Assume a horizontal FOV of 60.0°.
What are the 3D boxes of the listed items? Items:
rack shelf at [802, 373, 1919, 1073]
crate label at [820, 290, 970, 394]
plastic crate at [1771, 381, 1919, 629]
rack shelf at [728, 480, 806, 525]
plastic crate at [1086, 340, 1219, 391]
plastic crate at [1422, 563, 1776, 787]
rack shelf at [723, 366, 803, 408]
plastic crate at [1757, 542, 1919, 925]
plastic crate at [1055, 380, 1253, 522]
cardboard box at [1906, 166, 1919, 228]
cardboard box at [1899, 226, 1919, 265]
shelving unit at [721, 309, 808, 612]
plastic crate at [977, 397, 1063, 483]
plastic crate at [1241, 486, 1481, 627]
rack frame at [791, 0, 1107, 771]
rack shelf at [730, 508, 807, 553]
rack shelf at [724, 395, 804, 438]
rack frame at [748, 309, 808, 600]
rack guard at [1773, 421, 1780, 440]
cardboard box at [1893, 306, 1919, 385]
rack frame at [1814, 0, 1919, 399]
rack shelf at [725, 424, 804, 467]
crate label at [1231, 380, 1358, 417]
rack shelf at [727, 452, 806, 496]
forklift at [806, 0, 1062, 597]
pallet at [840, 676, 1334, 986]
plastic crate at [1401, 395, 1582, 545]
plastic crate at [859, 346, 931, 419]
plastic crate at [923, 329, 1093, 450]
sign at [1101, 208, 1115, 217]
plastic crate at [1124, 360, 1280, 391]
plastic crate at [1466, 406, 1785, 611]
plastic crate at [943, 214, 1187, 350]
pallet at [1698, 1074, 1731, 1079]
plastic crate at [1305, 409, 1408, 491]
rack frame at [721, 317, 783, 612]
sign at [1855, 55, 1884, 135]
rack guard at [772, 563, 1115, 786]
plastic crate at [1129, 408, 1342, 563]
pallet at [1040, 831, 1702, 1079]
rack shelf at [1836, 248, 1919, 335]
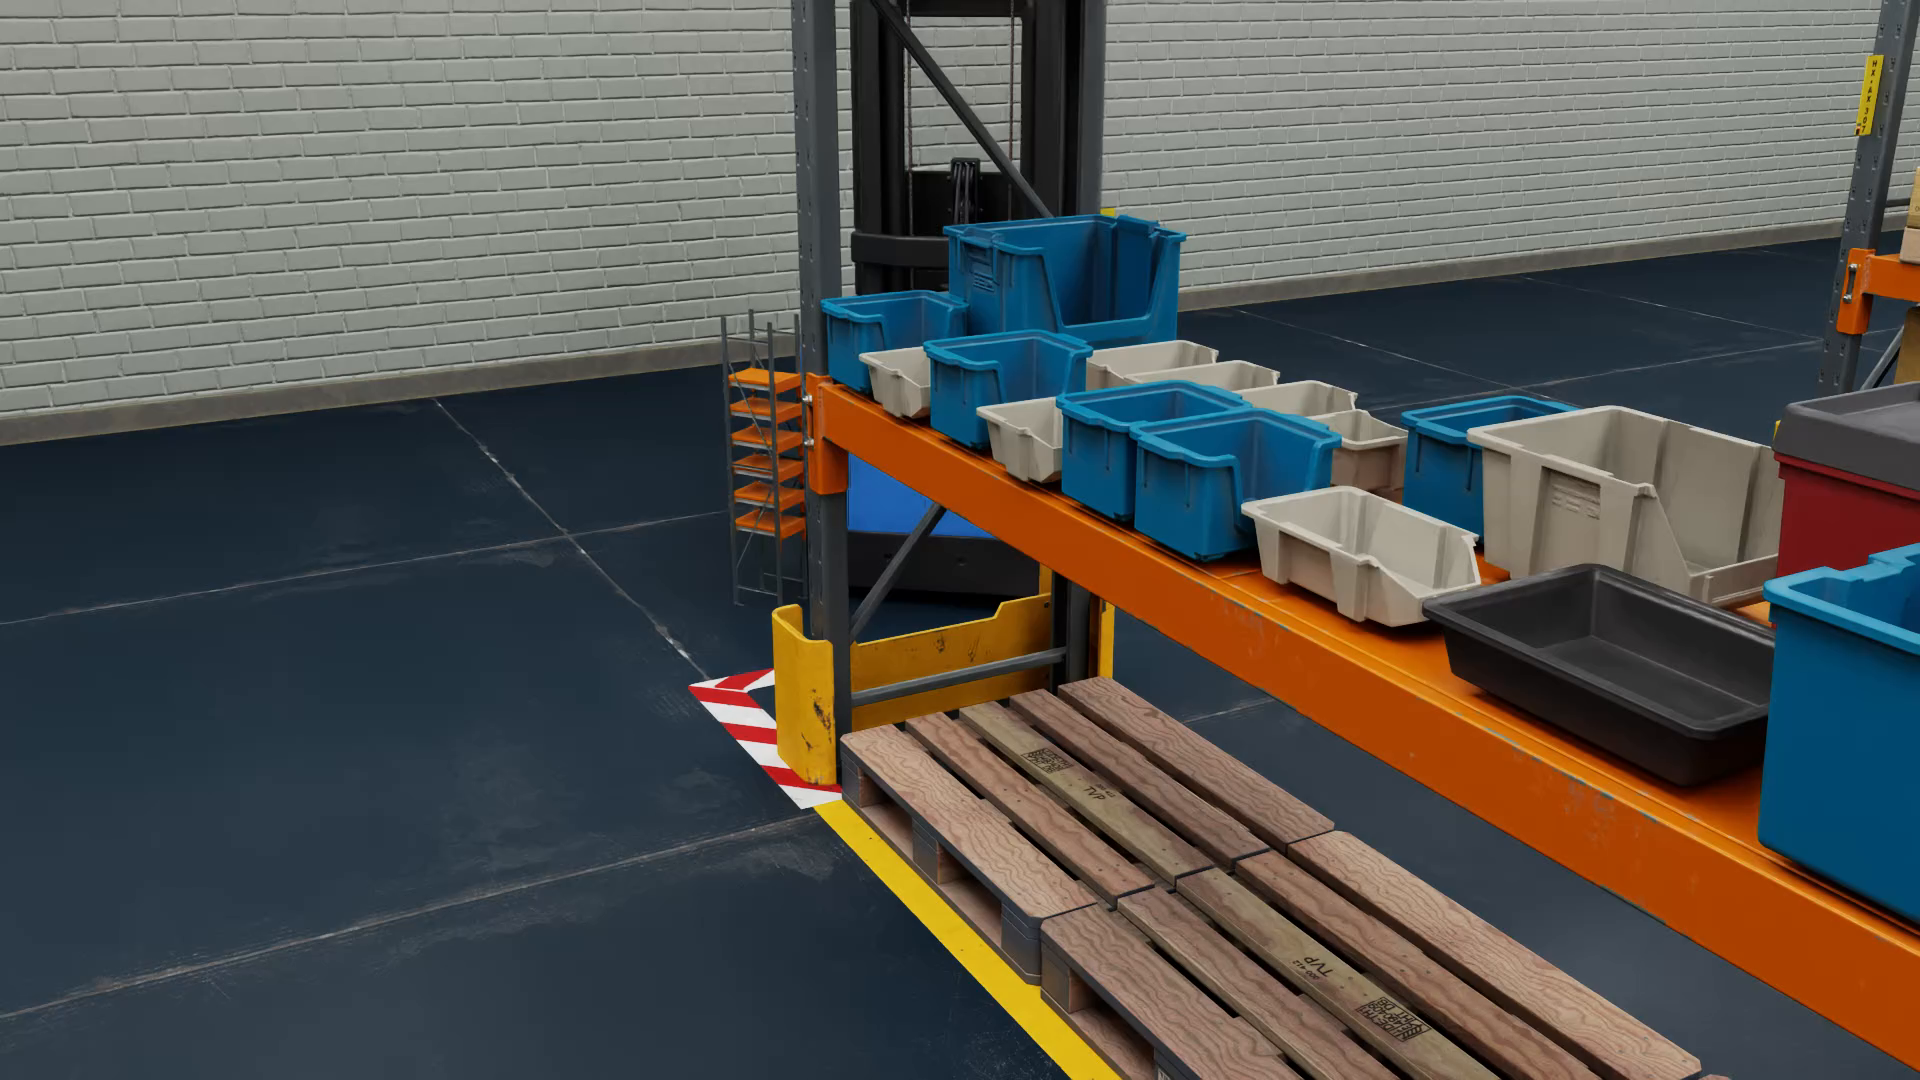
[{"bbox_3d":[0.933,0.160,3.672,1.077,0.370,4.000,-10,21,-27],"label":"rack shelf"},{"bbox_3d":[-0.189,-0.581,4.883,0.416,0.233,0.303,-10,21,-27],"label":"crate label"},{"bbox_3d":[1.679,0.040,2.726,0.402,0.464,0.583,-10,21,-27],"label":"plastic crate"},{"bbox_3d":[-0.780,-0.154,6.742,0.258,0.103,0.180,10,22,27],"label":"rack shelf"},{"bbox_3d":[0.530,-0.452,4.654,0.396,0.136,0.243,-10,21,-27],"label":"plastic crate"},{"bbox_3d":[1.115,0.216,2.736,0.437,0.125,0.590,-10,21,-27],"label":"plastic crate"},{"bbox_3d":[-0.781,-0.608,6.586,0.258,0.103,0.180,10,22,27],"label":"rack shelf"},{"bbox_3d":[1.361,0.292,2.119,0.392,0.384,0.575,-10,21,-27],"label":"plastic crate"},{"bbox_3d":[0.436,-0.203,3.787,0.416,0.233,0.300,-10,21,-27],"label":"plastic crate"},{"bbox_3d":[4.332,-1.411,6.897,0.500,0.250,0.500,-11,22,-28],"label":"cardboard box"},{"bbox_3d":[4.220,-1.250,7.039,0.380,0.149,0.250,-10,21,-26],"label":"cardboard box"},{"bbox_3d":[-0.780,-0.310,6.689,0.258,1.200,0.189,10,22,27],"label":"shelving unit"},{"bbox_3d":[0.212,-0.236,4.030,0.250,0.136,0.298,-10,21,-27],"label":"plastic crate"},{"bbox_3d":[0.791,0.037,3.237,0.293,0.136,0.466,-10,21,-27],"label":"plastic crate"},{"bbox_3d":[-0.017,-0.754,5.218,1.000,3.000,0.127,-10,21,-27],"label":"rack frame"},{"bbox_3d":[-0.780,-0.041,6.782,0.258,0.103,0.180,10,22,27],"label":"rack shelf"},{"bbox_3d":[-0.780,-0.494,6.625,0.258,0.103,0.180,10,22,27],"label":"rack shelf"},{"bbox_3d":[-0.736,-0.336,6.764,0.240,1.200,0.006,10,22,27],"label":"rack frame"},{"bbox_3d":[4.331,-0.347,7.869,1.175,0.500,0.348,-10,21,-27],"label":"rack guard"},{"bbox_3d":[4.716,-0.544,7.223,0.875,0.875,0.875,-10,21,-27],"label":"cardboard box"},{"bbox_3d":[4.342,-1.521,7.442,1.000,3.000,0.127,-10,21,-27],"label":"rack frame"},{"bbox_3d":[-0.780,-0.381,6.664,0.258,0.103,0.180,10,22,27],"label":"rack shelf"},{"bbox_3d":[0.808,-0.290,4.186,0.396,0.136,0.243,-10,21,-27],"label":"crate label"},{"bbox_3d":[-0.780,-0.268,6.703,0.258,0.103,0.180,10,22,27],"label":"rack shelf"},{"bbox_3d":[0.099,-1.596,7.764,1.130,2.935,3.031,3,19,9],"label":"forklift"},{"bbox_3d":[0.341,0.807,4.970,1.003,0.211,1.213,-10,21,-27],"label":"pallet"},{"bbox_3d":[1.184,-0.153,3.642,0.416,0.233,0.300,-10,21,-27],"label":"plastic crate"},{"bbox_3d":[-0.110,-0.431,4.594,0.250,0.136,0.298,-10,21,-27],"label":"plastic crate"},{"bbox_3d":[0.123,-0.392,4.335,0.416,0.233,0.300,-10,21,-27],"label":"plastic crate"},{"bbox_3d":[0.460,-0.921,5.452,0.100,0.325,0.005,-10,21,-27],"label":"sign"},{"bbox_3d":[0.655,-0.366,4.407,0.396,0.136,0.243,-10,21,-27],"label":"plastic crate"},{"bbox_3d":[1.320,-0.045,3.253,0.437,0.282,0.530,-10,21,-27],"label":"plastic crate"},{"bbox_3d":[0.307,-0.732,5.008,0.616,0.435,0.499,-10,21,-27],"label":"plastic crate"},{"bbox_3d":[1.499,1.507,2.940,1.003,0.211,1.213,-10,21,-27],"label":"pallet"},{"bbox_3d":[0.965,-0.208,3.948,0.298,0.136,0.250,-10,21,-27],"label":"plastic crate"},{"bbox_3d":[-0.825,-0.283,6.613,0.240,1.200,0.006,10,22,27],"label":"rack frame"},{"bbox_3d":[3.851,-1.884,7.043,0.100,0.325,0.005,-10,21,-27],"label":"sign"},{"bbox_3d":[-0.040,0.423,5.640,1.175,0.500,0.348,-10,21,-27],"label":"rack guard"},{"bbox_3d":[0.578,-0.117,3.538,0.416,0.233,0.300,-10,21,-27],"label":"plastic crate"},{"bbox_3d":[0.916,1.157,3.956,1.003,0.211,1.213,-10,21,-27],"label":"pallet"},{"bbox_3d":[5.292,-0.607,5.895,1.077,0.370,4.000,-10,21,-27],"label":"rack shelf"}]
